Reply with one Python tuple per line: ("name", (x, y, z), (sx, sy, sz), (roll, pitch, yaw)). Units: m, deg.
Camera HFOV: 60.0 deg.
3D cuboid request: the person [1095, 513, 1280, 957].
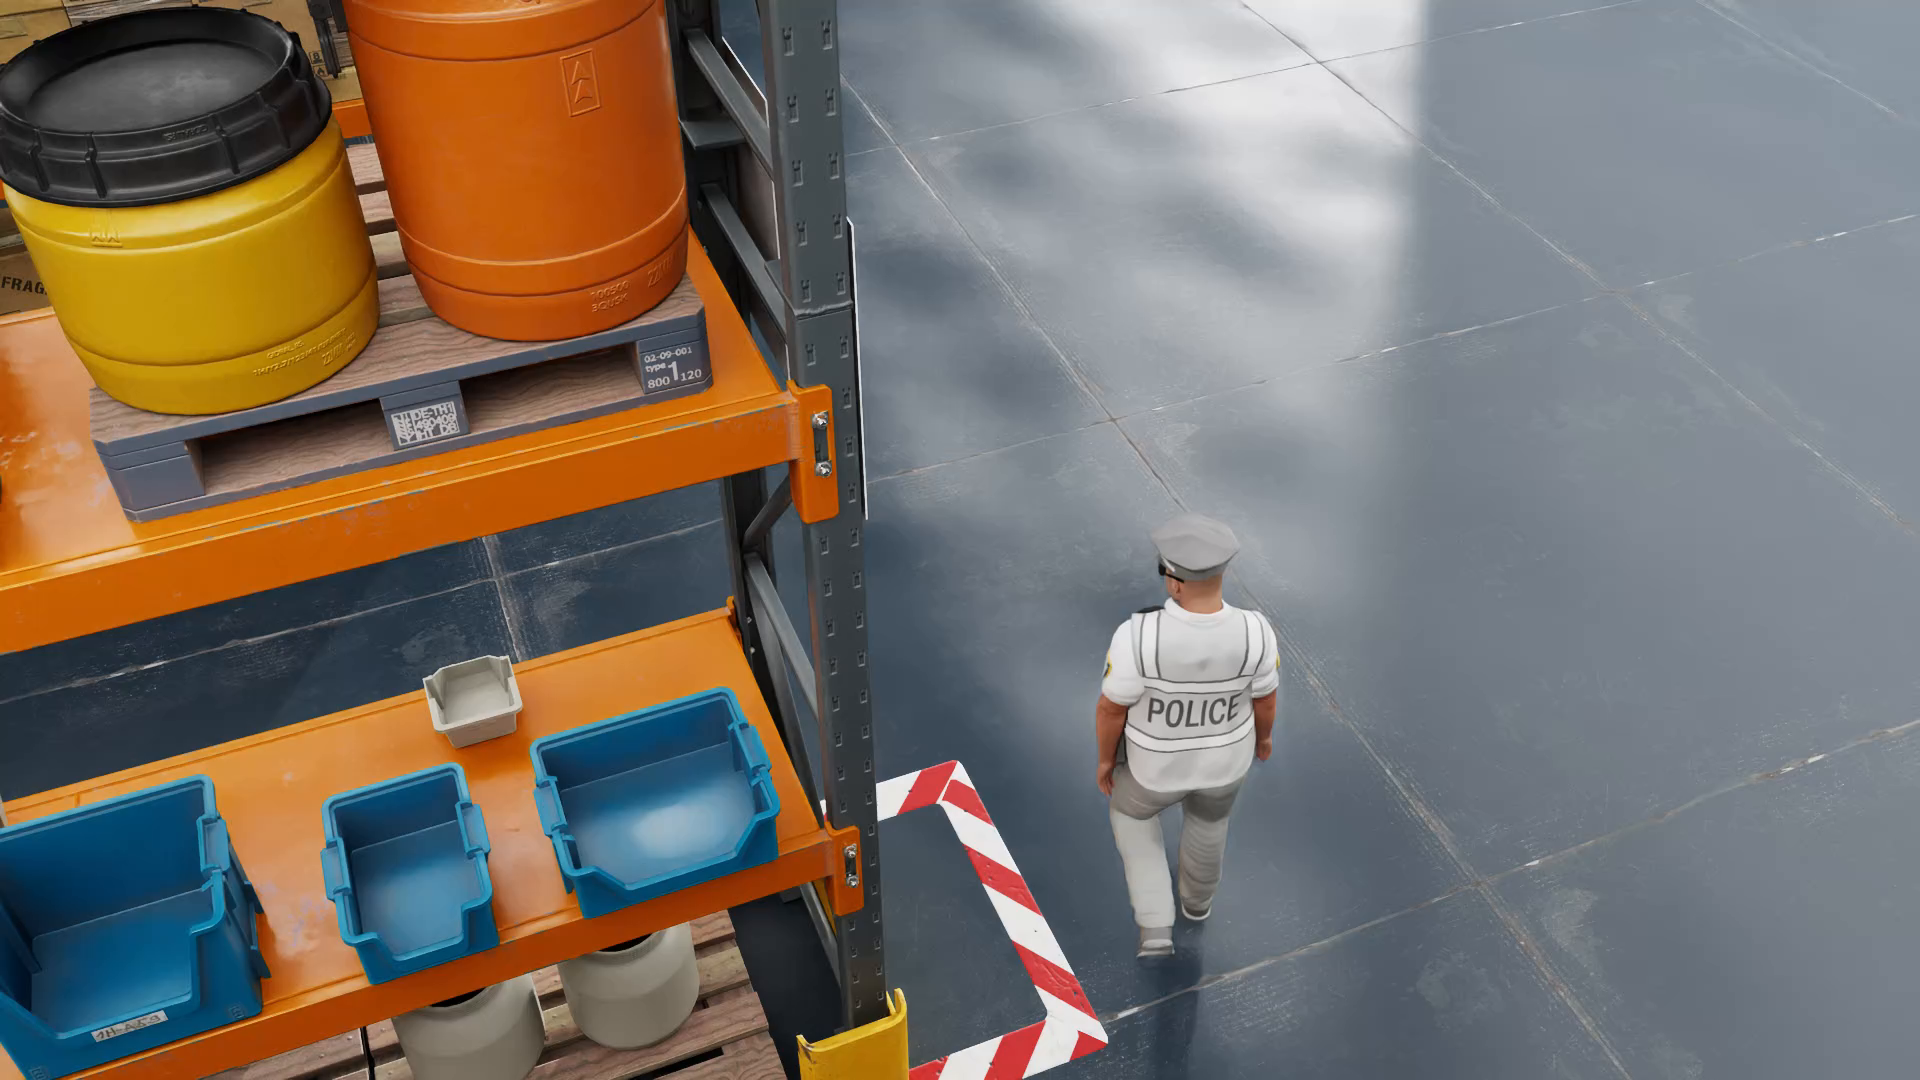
("person", (0.732, 0.704, 5.338), (0.620, 1.723, 0.608), (-2, 42, -2))
